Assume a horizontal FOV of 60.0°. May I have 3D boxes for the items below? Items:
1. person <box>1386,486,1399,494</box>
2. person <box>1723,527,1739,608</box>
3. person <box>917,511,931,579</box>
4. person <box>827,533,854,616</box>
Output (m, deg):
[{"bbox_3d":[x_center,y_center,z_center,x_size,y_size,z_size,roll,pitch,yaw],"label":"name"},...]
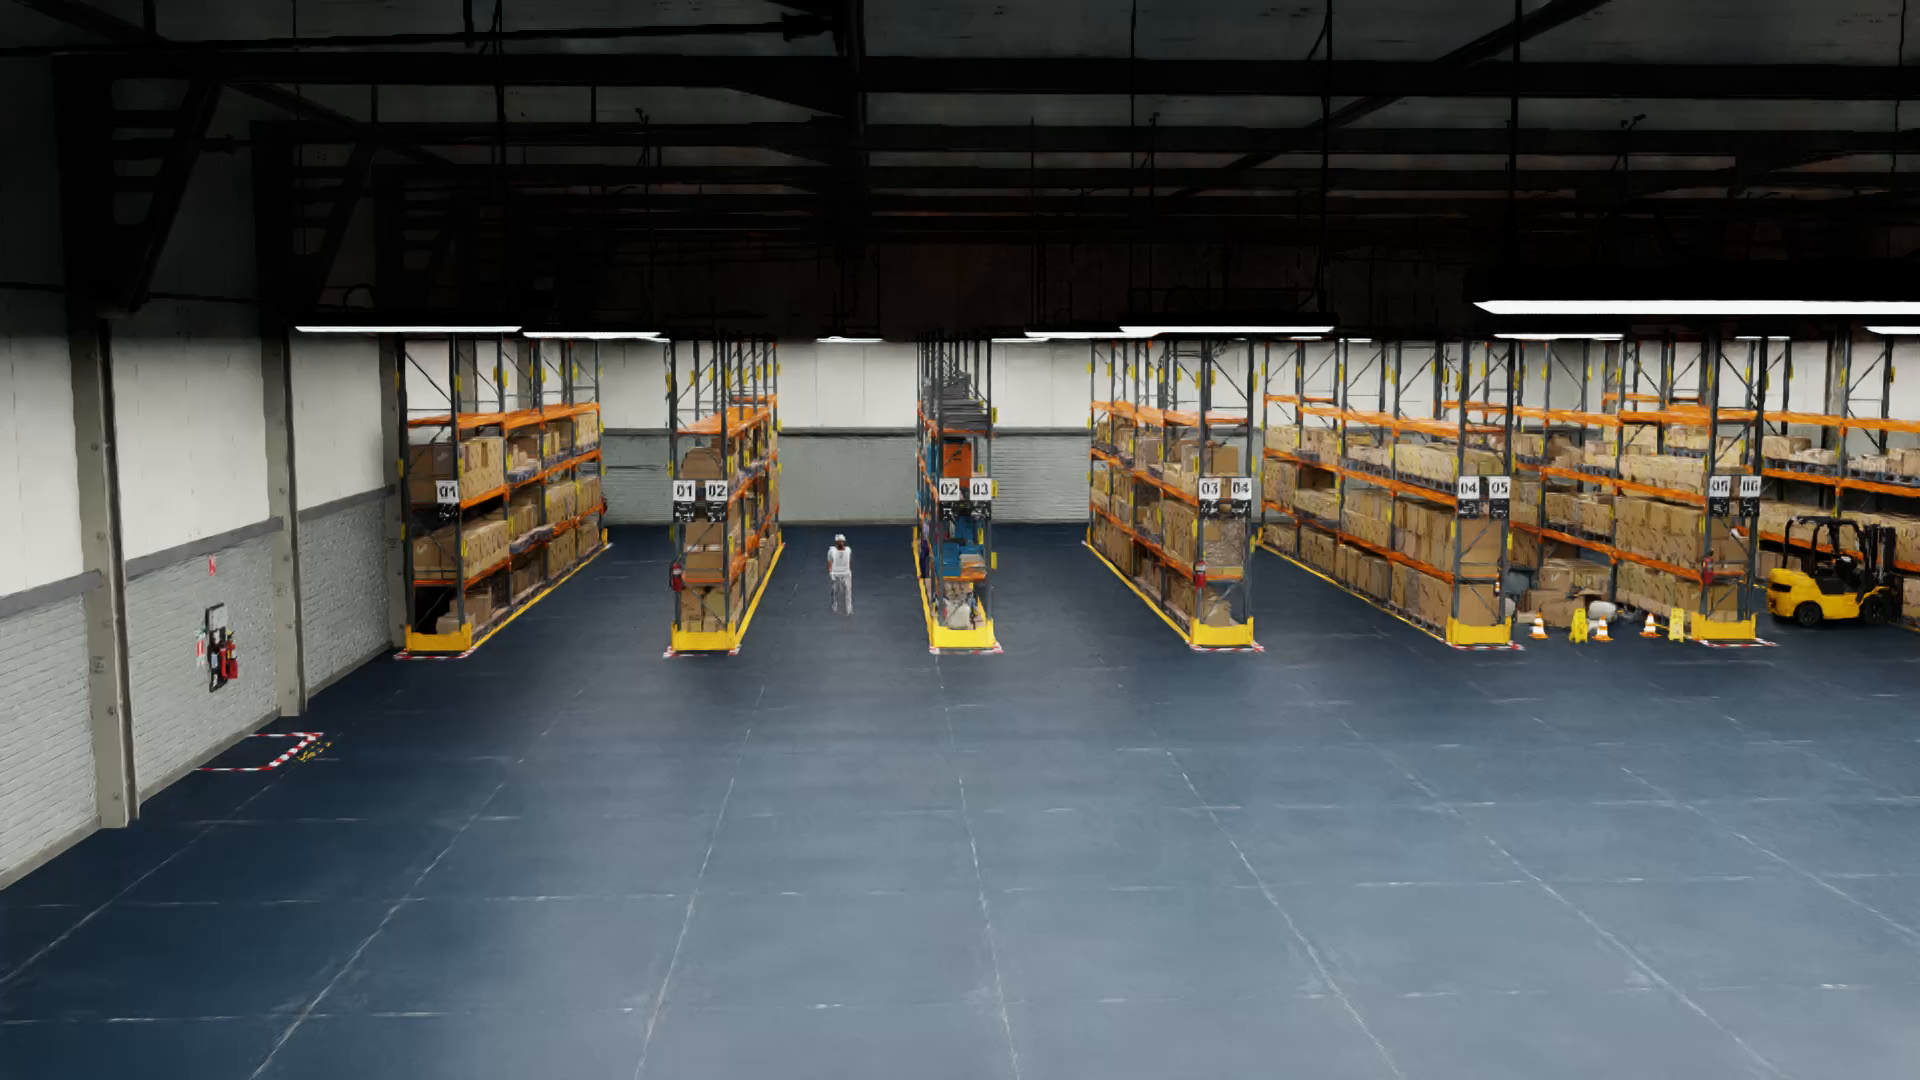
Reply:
[{"bbox_3d":[12.737,-0.902,48.942,0.568,1.748,0.657,-4,8,-30],"label":"person"},{"bbox_3d":[16.550,0.614,35.814,0.494,1.775,0.577,3,8,27],"label":"person"},{"bbox_3d":[-0.629,0.107,38.326,0.531,1.579,0.931,2,7,19],"label":"person"},{"bbox_3d":[-2.539,0.716,35.168,0.550,1.724,1.029,-1,7,-11],"label":"person"}]
